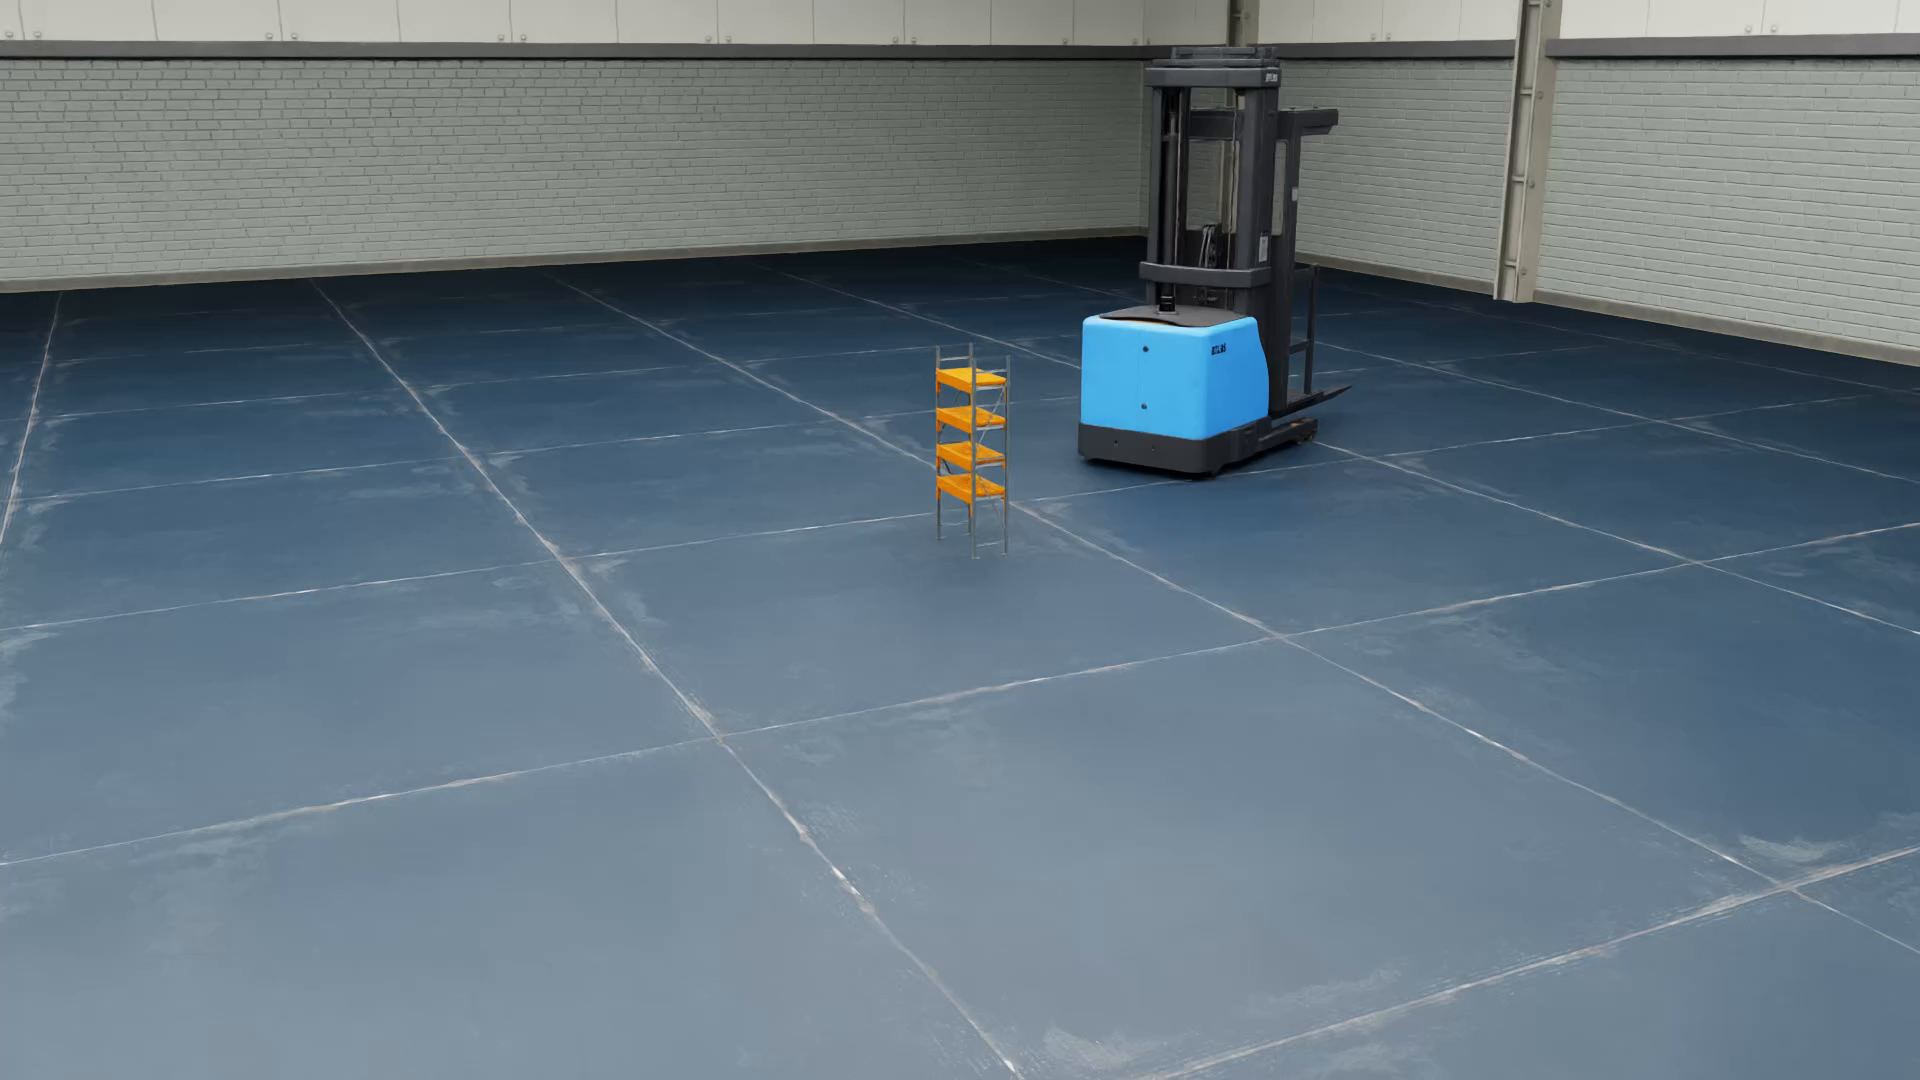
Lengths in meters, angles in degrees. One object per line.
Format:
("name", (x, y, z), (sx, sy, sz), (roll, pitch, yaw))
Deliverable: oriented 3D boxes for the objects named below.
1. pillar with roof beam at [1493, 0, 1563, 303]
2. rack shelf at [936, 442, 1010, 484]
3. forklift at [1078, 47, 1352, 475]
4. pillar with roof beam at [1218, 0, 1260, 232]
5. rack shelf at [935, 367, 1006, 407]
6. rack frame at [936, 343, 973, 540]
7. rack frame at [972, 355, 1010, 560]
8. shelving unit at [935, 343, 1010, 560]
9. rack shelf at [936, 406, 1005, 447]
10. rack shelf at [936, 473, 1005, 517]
("pillar with roof beam", (2.982, -6.771, 17.530), (9.100, 9.000, 0.400), (-8, 18, -25))
("rack shelf", (0.073, -0.471, 9.961), (0.258, 0.148, 0.480), (-8, 18, -25))
("forklift", (2.139, -2.218, 12.666), (1.130, 2.935, 3.031), (11, 20, 34))
("pillar with roof beam", (0.353, -8.258, 22.714), (9.100, 9.000, 0.400), (-8, 18, -25))
("rack shelf", (0.073, -0.913, 9.834), (0.258, 0.148, 0.480), (-8, 18, -25))
("rack frame", (-0.034, -0.596, 10.153), (0.240, 1.200, 0.015), (-8, 18, -25))
("rack frame", (0.179, -0.475, 9.731), (0.240, 1.200, 0.015), (-8, 18, -25))
("shelving unit", (0.073, -0.536, 9.942), (0.258, 1.200, 0.503), (-8, 18, -25))
("rack shelf", (0.073, -0.686, 9.899), (0.258, 0.148, 0.480), (-8, 18, -25))
("rack shelf", (0.073, -0.280, 10.015), (0.258, 0.148, 0.480), (-8, 18, -25))
